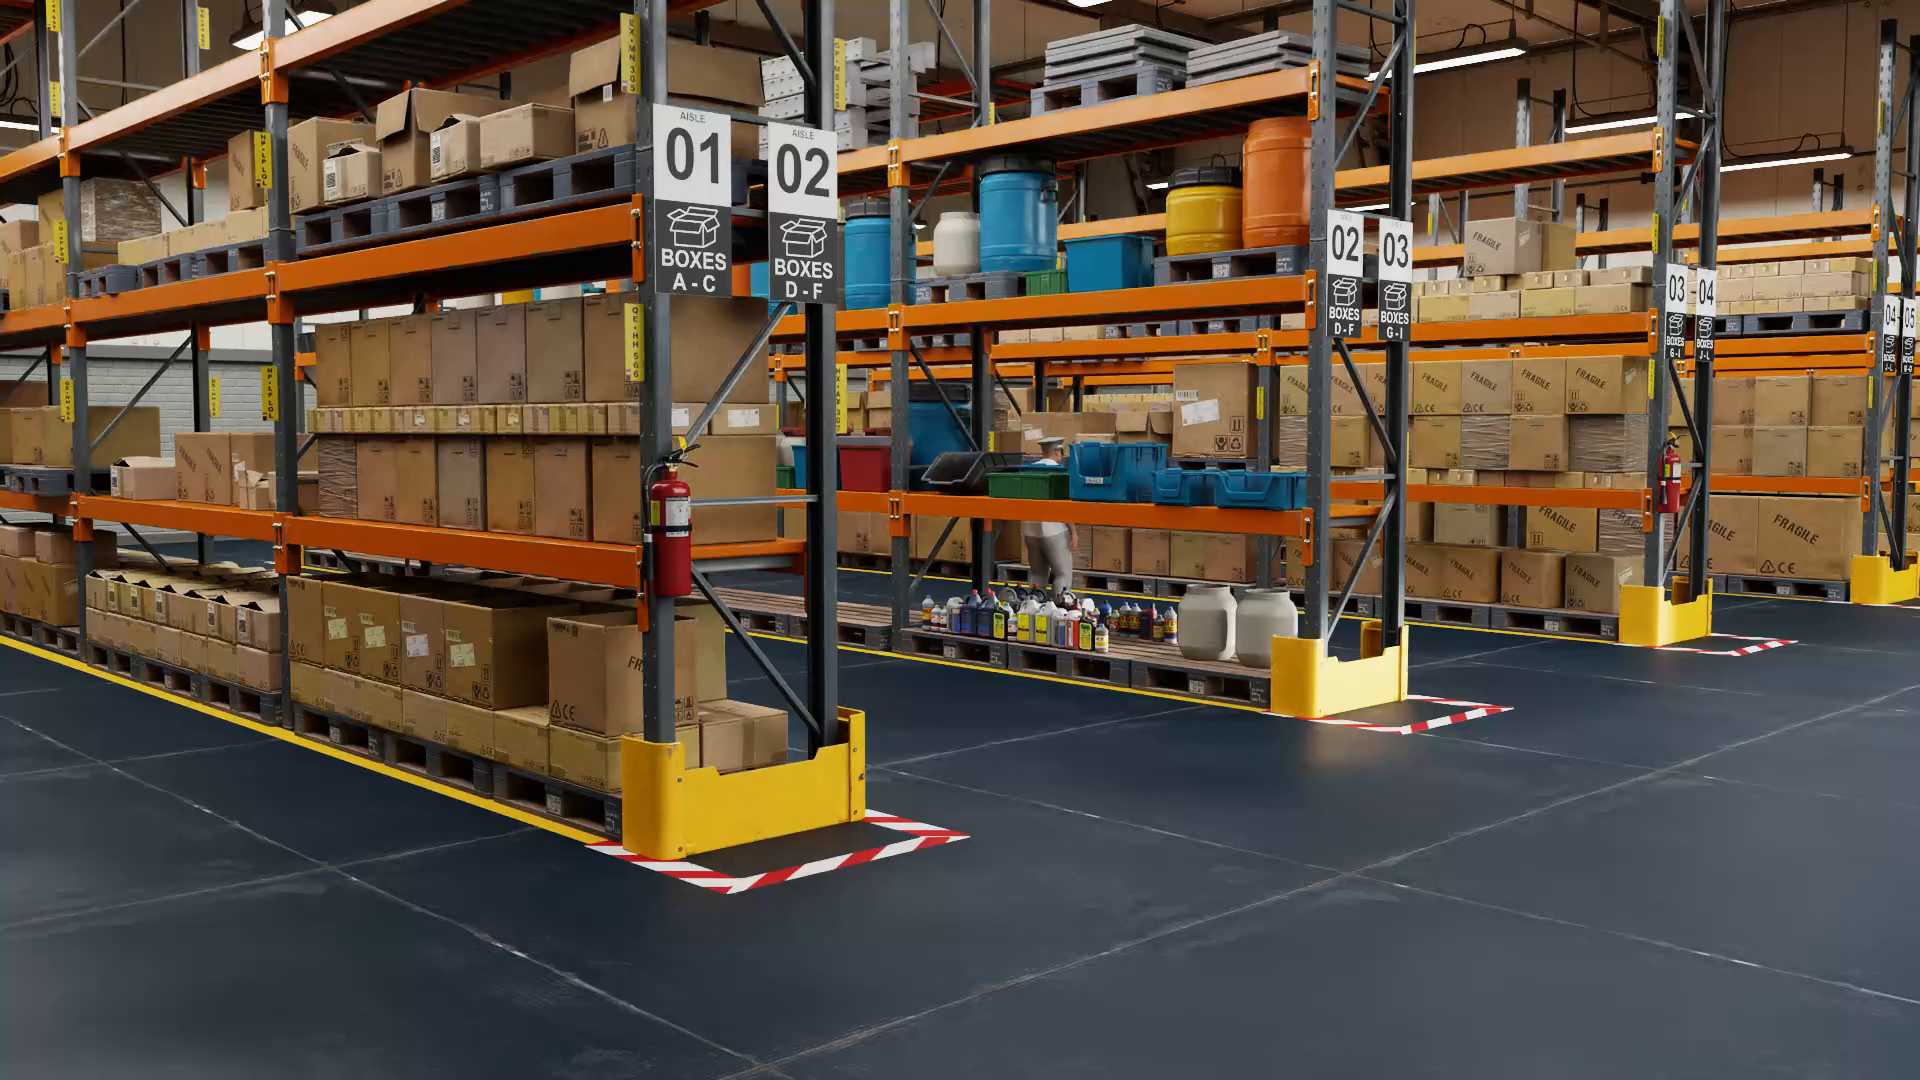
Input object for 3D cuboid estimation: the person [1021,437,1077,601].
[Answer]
[{"bbox_3d":[0.796,-0.056,15.045,0.584,1.747,0.439,4,5,45],"label":"person"}]
